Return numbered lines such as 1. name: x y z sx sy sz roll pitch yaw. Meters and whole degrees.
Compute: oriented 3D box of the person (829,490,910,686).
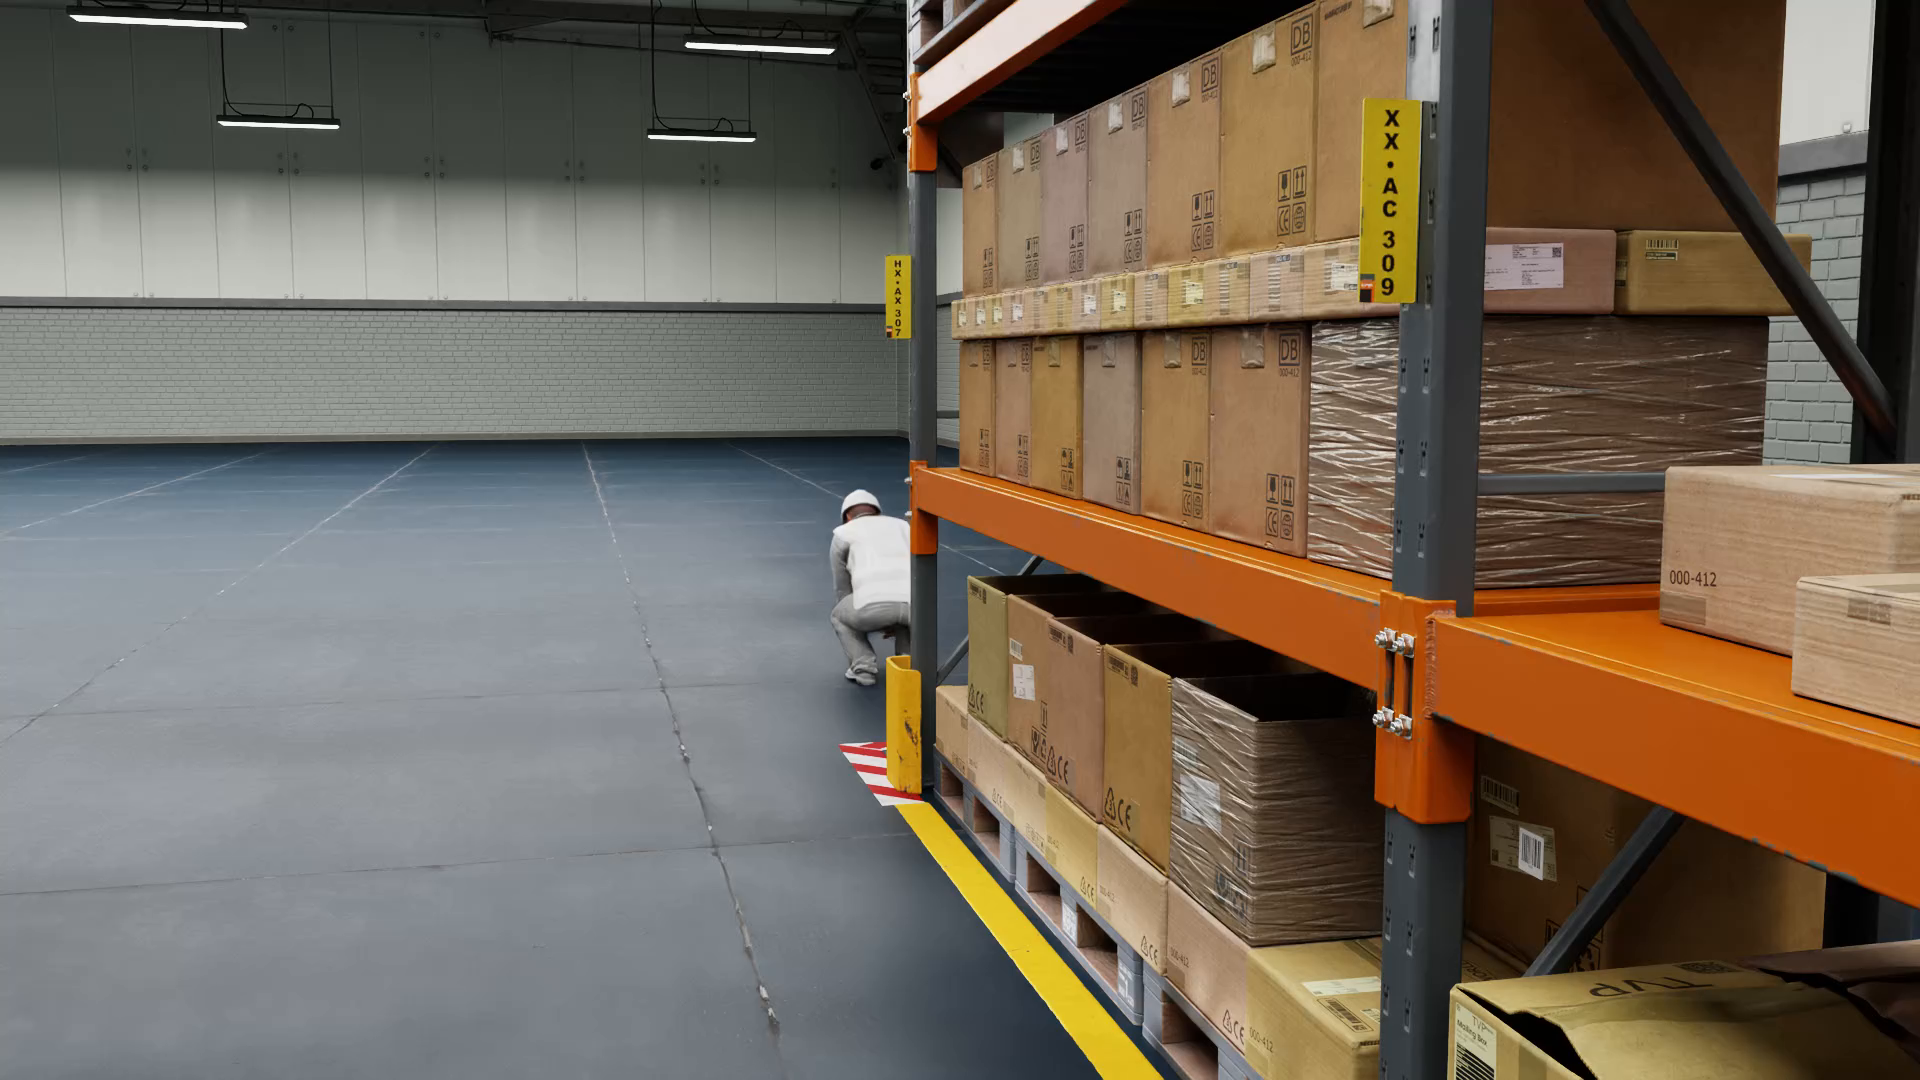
1. person: -0.443 0.252 9.105 0.511 1.013 0.875 -2 6 -15
